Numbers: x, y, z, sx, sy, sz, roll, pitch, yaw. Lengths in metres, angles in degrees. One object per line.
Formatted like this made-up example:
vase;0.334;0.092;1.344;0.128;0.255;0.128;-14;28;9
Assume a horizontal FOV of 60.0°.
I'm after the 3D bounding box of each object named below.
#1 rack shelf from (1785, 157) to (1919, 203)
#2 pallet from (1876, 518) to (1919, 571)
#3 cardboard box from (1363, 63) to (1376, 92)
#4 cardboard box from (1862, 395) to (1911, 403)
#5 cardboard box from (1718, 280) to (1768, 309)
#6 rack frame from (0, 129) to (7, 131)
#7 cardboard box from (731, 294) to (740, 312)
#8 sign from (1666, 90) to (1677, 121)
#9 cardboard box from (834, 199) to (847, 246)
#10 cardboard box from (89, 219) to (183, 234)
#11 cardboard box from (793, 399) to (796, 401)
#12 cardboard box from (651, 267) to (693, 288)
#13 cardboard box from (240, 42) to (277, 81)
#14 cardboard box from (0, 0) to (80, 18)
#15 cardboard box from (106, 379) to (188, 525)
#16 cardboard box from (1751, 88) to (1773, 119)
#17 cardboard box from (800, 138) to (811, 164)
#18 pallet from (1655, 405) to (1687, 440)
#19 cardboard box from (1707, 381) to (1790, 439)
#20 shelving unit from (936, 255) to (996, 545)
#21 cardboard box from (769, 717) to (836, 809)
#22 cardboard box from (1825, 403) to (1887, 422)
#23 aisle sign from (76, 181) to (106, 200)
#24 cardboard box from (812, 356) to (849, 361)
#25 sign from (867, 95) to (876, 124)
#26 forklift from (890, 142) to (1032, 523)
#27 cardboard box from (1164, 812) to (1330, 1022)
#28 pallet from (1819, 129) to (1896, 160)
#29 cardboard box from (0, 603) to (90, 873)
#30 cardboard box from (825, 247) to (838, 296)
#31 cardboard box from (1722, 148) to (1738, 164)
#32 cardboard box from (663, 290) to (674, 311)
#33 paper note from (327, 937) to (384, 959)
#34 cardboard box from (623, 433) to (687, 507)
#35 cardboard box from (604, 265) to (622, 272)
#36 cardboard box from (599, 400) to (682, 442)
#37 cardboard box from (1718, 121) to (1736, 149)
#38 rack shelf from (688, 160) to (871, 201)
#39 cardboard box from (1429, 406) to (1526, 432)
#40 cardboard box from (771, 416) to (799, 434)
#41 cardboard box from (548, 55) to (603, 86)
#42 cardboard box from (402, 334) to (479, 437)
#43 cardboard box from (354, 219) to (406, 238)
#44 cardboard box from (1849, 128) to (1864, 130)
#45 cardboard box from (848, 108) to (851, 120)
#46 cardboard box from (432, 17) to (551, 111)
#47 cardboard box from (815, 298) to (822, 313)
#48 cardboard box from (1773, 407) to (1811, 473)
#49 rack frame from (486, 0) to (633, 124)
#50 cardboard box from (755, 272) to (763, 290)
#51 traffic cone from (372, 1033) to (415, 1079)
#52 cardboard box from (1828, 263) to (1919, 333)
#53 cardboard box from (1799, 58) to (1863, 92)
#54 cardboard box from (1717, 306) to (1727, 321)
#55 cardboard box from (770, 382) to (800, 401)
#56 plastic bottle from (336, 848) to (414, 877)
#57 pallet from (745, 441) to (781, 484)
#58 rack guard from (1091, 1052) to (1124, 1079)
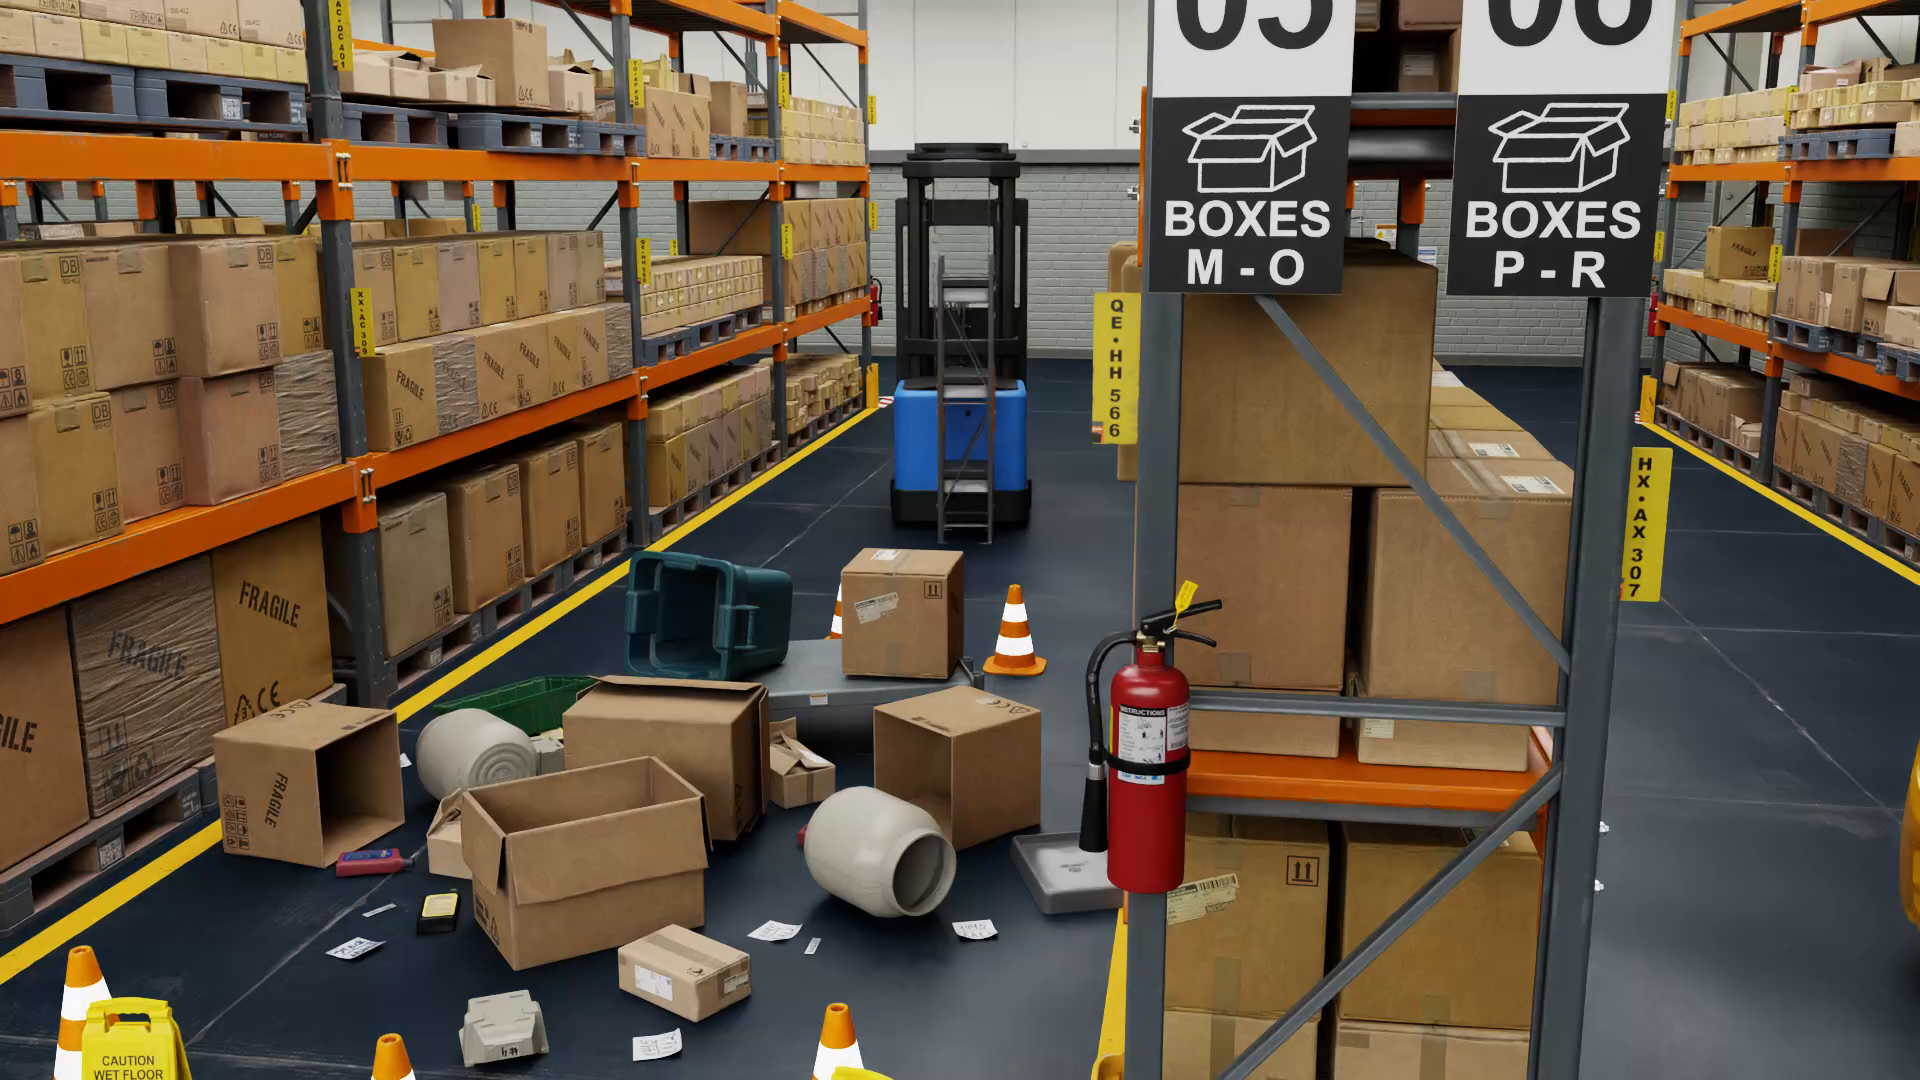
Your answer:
rack shelf;7.325;-2.662;12.314;1.077;0.370;4.000;2;12;9
pallet;7.170;0.078;11.631;1.003;0.211;1.213;2;12;9
cardboard box;1.331;-1.247;4.637;0.380;0.149;0.250;1;12;7
cardboard box;7.826;-1.123;13.983;0.380;0.149;0.250;2;12;9
cardboard box;7.622;-2.358;15.965;0.500;0.250;0.500;2;12;8
rack frame;-7.680;-4.545;12.223;1.000;3.000;0.127;2;12;9
cardboard box;-2.163;-2.099;14.710;0.380;0.149;0.250;1;12;6
sign;7.712;-4.708;18.023;0.100;0.325;0.005;2;12;9
cardboard box;-1.538;-3.462;18.119;0.500;0.500;0.500;3;12;12
cardboard box;-7.352;-2.579;14.720;0.797;0.503;0.637;2;12;10
cardboard box;-1.857;-1.341;16.660;0.380;0.149;0.250;2;12;9
cardboard box;-2.370;-2.112;13.362;0.380;0.149;0.250;2;12;11
cardboard box;-3.188;-2.057;7.160;0.380;0.149;0.250;2;12;10
cardboard box;-3.465;-1.965;5.788;0.500;0.250;0.500;2;12;8
cardboard box;-3.716;-0.370;6.735;0.875;0.550;0.550;2;12;9
cardboard box;7.542;-3.965;15.117;0.500;0.250;0.500;2;12;8
cardboard box;-1.779;-3.849;16.467;0.500;0.250;0.500;2;12;8
pallet;8.114;-1.251;17.800;1.003;0.211;1.213;2;12;9
cardboard box;7.731;-1.263;16.169;0.700;0.500;0.500;1;12;7
shelving unit;0.046;-1.045;12.359;0.431;2.100;0.503;0;12;1
cardboard box;-0.749;0.978;7.325;0.258;0.266;0.396;-7;14;-30
cardboard box;7.291;-1.027;13.534;0.380;0.149;0.250;2;12;8
aisle sign;-11.043;-4.714;21.078;0.394;0.787;0.004;2;12;9
cardboard box;-1.490;-2.029;19.149;0.380;0.149;0.250;2;12;10
sign;-1.019;-4.973;19.227;0.100;0.325;0.005;2;12;9
forklift;0.015;-1.827;14.015;1.130;2.935;3.031;0;12;0
cardboard box;0.747;0.971;4.617;0.500;0.500;0.500;2;12;9
pallet;7.307;-2.989;12.568;1.213;0.211;1.003;2;12;9
cardboard box;-3.852;0.742;5.979;0.875;0.875;0.875;2;12;8
cardboard box;-1.619;-2.872;17.756;0.500;0.500;0.500;3;12;11
cardboard box;7.604;-3.713;16.079;0.380;0.149;0.250;2;12;10
cardboard box;-2.444;-1.865;12.919;0.380;0.149;0.250;1;12;7
paper note;-2.112;1.424;5.816;0.144;0.017;0.142;7;14;28
cardboard box;-2.434;-0.553;12.875;0.500;0.500;0.500;1;12;6
cardboard box;-2.971;-2.190;13.722;0.380;0.149;0.250;2;12;11
cardboard box;-2.449;-0.916;12.781;0.500;0.250;0.500;1;12;6
cardboard box;7.704;-3.930;16.141;0.500;0.250;0.500;2;12;8
rack shelf;-1.872;-3.794;17.567;1.077;0.370;4.000;2;12;9
cardboard box;1.382;-0.124;5.004;0.500;0.500;0.500;2;12;8
cardboard box;-1.806;-1.140;16.434;0.380;0.149;0.250;1;12;6
cardboard box;-2.925;-3.520;12.531;0.396;0.266;0.258;2;12;9
cardboard box;-2.986;-0.853;9.092;0.500;0.500;0.500;2;12;9
cardboard box;-6.867;-3.521;19.581;0.500;0.500;0.500;2;12;7
cardboard box;7.654;-3.496;13.838;0.380;0.149;0.250;2;12;8
cardboard box;-1.438;-4.801;18.752;0.380;0.149;0.250;2;12;9
cardboard box;-2.785;-2.829;9.909;0.500;0.500;0.500;2;12;9
cardboard box;-1.658;-2.464;17.405;0.380;0.149;0.250;2;12;11
cardboard box;7.336;-0.854;14.271;0.500;0.500;0.500;2;12;11
rack frame;-2.794;-4.363;11.379;1.000;3.000;0.127;2;12;9
cardboard box;-2.045;-2.402;15.412;0.380;0.149;0.250;2;12;10
traffic cone;-1.476;1.518;4.352;0.336;0.463;0.334;2;12;9
cardboard box;7.137;-1.853;12.739;0.700;0.500;0.500;2;12;8
cardboard box;7.241;-3.858;13.828;0.396;0.266;0.258;2;12;8
cardboard box;7.687;-2.236;16.346;0.380;0.149;0.250;2;12;9
cardboard box;-1.821;-1.486;16.627;0.380;0.149;0.250;3;12;11
plastic bottle;-2.280;1.260;6.504;0.283;0.061;0.133;-2;12;-11
pallet;-2.297;-0.738;15.416;1.003;0.211;1.213;2;12;9
rack guard;0.894;1.580;3.974;1.175;0.500;0.348;2;12;9
